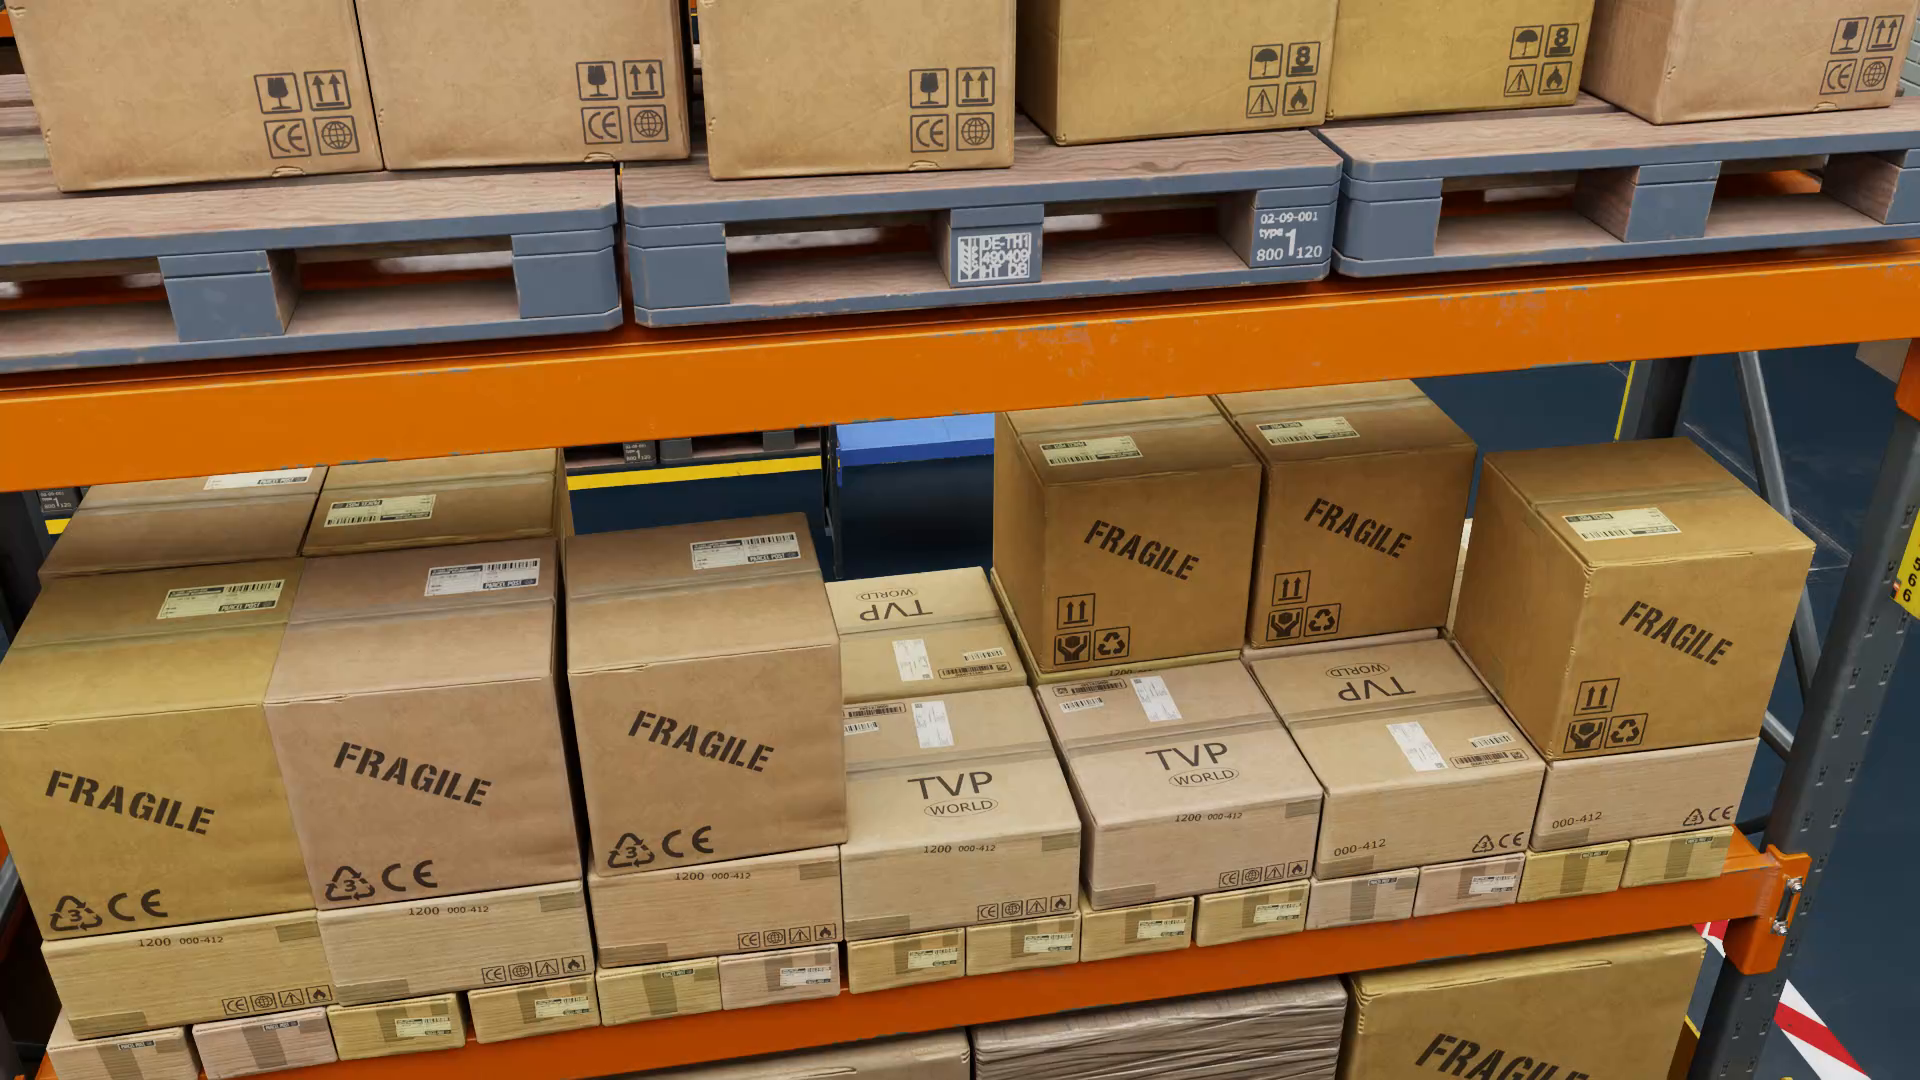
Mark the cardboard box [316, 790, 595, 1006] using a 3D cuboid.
[{"bbox_3d":[-1.034,0.677,3.494,0.500,0.250,0.500,-5,31,-9],"label":"cardboard box"}]

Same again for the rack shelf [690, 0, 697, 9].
[{"bbox_3d":[-1.847,-4.116,12.501,4.000,0.370,1.077,-5,31,-9],"label":"rack shelf"}]

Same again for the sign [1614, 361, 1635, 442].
[{"bbox_3d":[1.807,-0.354,4.460,0.005,0.325,0.100,-5,31,-9],"label":"sign"}]

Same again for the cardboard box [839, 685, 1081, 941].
[{"bbox_3d":[-0.039,0.586,3.649,0.500,0.250,0.500,-5,31,-9],"label":"cardboard box"}]

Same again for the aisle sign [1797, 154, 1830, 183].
[{"bbox_3d":[1.918,-0.946,3.835,0.004,0.787,0.394,-5,31,-9],"label":"aisle sign"}]

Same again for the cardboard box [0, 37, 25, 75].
[{"bbox_3d":[-6.817,-3.524,12.075,0.500,0.250,0.500,-4,31,-7],"label":"cardboard box"}]

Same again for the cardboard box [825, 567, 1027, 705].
[{"bbox_3d":[-0.137,0.321,4.099,0.500,0.250,0.500,-6,31,-10],"label":"cardboard box"}]

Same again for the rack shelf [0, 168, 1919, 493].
[{"bbox_3d":[-0.067,-0.470,3.340,4.000,0.370,1.077,-5,31,-9],"label":"rack shelf"}]

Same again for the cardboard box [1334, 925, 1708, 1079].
[{"bbox_3d":[1.286,1.164,4.493,0.875,0.875,0.875,-5,31,-9],"label":"cardboard box"}]

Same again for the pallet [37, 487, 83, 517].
[{"bbox_3d":[-4.895,-0.409,8.237,1.213,0.211,1.003,-5,31,-9],"label":"pallet"}]

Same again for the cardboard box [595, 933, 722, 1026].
[{"bbox_3d":[-0.656,0.846,3.599,0.250,0.149,0.380,-6,31,-10],"label":"cardboard box"}]

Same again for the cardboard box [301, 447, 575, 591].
[{"bbox_3d":[-1.136,0.090,3.752,0.500,0.500,0.500,-5,31,-8],"label":"cardboard box"}]

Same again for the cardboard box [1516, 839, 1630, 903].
[{"bbox_3d":[1.354,0.660,3.916,0.250,0.149,0.380,-5,31,-8],"label":"cardboard box"}]

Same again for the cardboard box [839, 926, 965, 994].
[{"bbox_3d":[-0.150,0.800,3.678,0.250,0.149,0.380,-6,31,-10],"label":"cardboard box"}]

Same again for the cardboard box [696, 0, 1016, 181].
[{"bbox_3d":[-0.205,-0.990,2.903,0.500,0.500,0.700,-4,31,-7],"label":"cardboard box"}]

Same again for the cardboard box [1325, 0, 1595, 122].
[{"bbox_3d":[0.824,-1.164,3.200,0.500,0.500,0.700,-6,31,-11],"label":"cardboard box"}]

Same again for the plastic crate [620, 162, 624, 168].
[{"bbox_3d":[-1.391,-1.796,7.903,0.530,0.282,0.437,-5,31,-9],"label":"plastic crate"}]

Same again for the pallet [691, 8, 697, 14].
[{"bbox_3d":[-2.746,-5.655,17.158,1.213,0.211,1.003,-5,31,-9],"label":"pallet"}]

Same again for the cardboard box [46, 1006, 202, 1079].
[{"bbox_3d":[-1.683,0.943,3.435,0.250,0.149,0.380,-5,31,-9],"label":"cardboard box"}]

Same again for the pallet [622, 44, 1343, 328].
[{"bbox_3d":[-0.030,-0.738,3.174,1.213,0.211,1.003,-5,31,-9],"label":"pallet"}]

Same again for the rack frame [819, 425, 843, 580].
[{"bbox_3d":[-0.584,-0.592,7.278,0.032,1.500,0.500,-5,31,-9],"label":"rack frame"}]

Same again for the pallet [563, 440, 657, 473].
[{"bbox_3d":[-2.210,-0.658,8.661,1.213,0.211,1.003,-5,31,-9],"label":"pallet"}]

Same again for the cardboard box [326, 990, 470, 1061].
[{"bbox_3d":[-1.166,0.895,3.517,0.250,0.149,0.380,-4,31,-7],"label":"cardboard box"}]

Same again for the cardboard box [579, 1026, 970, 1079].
[{"bbox_3d":[-0.485,1.328,4.214,0.875,0.875,0.875,-5,31,-9],"label":"cardboard box"}]

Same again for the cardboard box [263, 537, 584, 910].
[{"bbox_3d":[-1.031,0.352,3.307,0.500,0.500,0.500,-5,31,-9],"label":"cardboard box"}]

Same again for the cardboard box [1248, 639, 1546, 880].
[{"bbox_3d":[0.973,0.490,3.813,0.500,0.250,0.500,-6,31,-10],"label":"cardboard box"}]

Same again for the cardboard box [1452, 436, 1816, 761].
[{"bbox_3d":[1.469,0.119,3.703,0.500,0.500,0.500,-5,31,-8],"label":"cardboard box"}]

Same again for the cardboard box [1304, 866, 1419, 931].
[{"bbox_3d":[0.860,0.705,3.840,0.250,0.149,0.380,-5,31,-8],"label":"cardboard box"}]

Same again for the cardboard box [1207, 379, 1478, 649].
[{"bbox_3d":[0.888,-0.101,4.078,0.500,0.500,0.500,-6,31,-10],"label":"cardboard box"}]

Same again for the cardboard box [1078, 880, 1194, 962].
[{"bbox_3d":[0.350,0.754,3.757,0.250,0.149,0.380,-5,31,-9],"label":"cardboard box"}]

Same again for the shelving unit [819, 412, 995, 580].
[{"bbox_3d":[-0.084,-0.639,7.357,1.048,1.500,0.538,-5,31,-9],"label":"shelving unit"}]

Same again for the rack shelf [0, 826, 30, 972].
[{"bbox_3d":[-4.001,1.188,3.479,4.000,0.370,1.077,-5,31,-9],"label":"rack shelf"}]

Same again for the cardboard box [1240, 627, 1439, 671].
[{"bbox_3d":[0.870,0.227,4.259,0.500,0.250,0.500,-6,31,-10],"label":"cardboard box"}]

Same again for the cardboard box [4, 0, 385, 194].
[{"bbox_3d":[-1.275,-0.966,2.862,0.500,0.500,0.700,-7,31,-12],"label":"cardboard box"}]
